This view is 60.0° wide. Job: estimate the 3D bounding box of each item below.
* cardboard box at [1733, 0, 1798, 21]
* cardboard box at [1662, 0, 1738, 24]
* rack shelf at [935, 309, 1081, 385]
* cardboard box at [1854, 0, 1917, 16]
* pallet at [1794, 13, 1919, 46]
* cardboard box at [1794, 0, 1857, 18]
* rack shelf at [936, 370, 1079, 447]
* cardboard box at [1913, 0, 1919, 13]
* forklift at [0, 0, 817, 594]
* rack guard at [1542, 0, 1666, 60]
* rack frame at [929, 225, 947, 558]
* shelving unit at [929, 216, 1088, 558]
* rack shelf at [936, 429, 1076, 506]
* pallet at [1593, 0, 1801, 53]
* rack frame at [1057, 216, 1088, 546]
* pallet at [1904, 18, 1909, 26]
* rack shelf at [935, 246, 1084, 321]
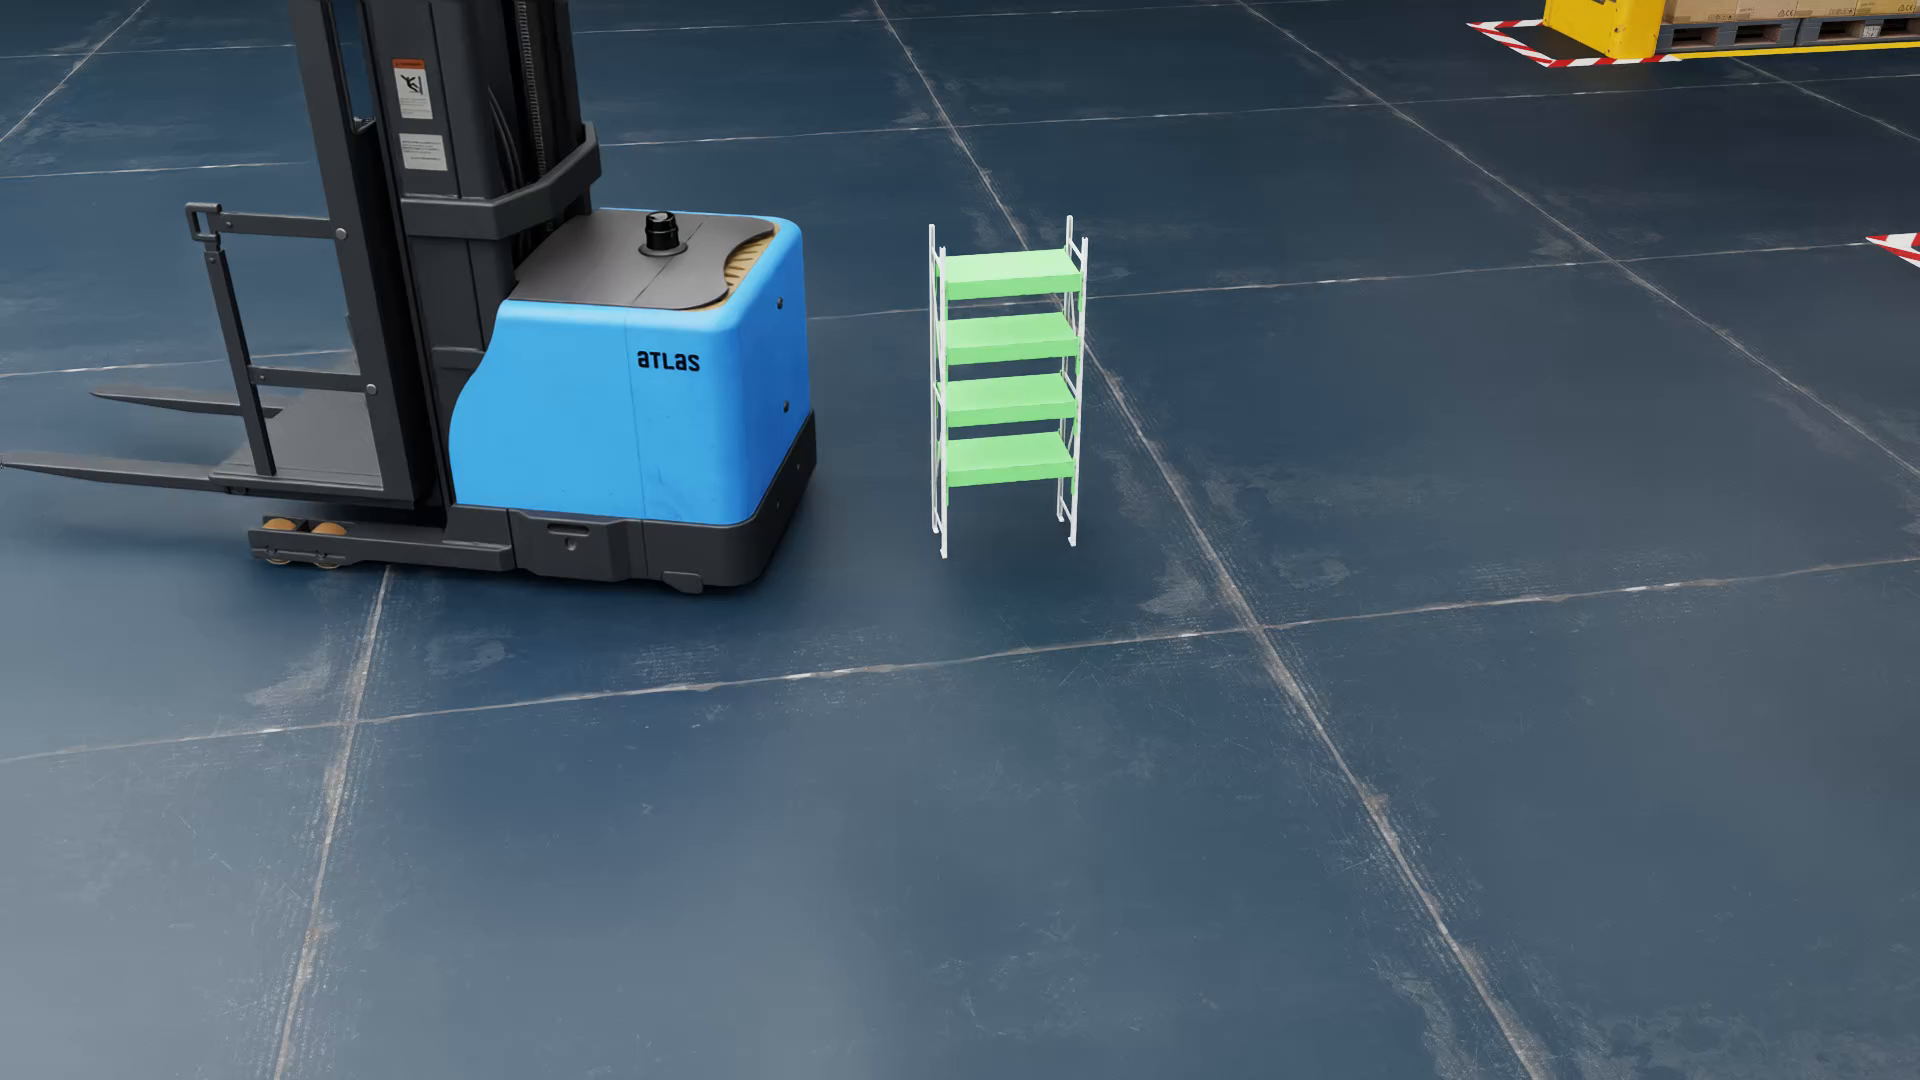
[{"bbox_3d":[5.980,-4.129,12.611,0.500,0.250,0.500,-5,31,-9],"label":"cardboard box"},{"bbox_3d":[5.489,-4.081,12.530,0.500,0.250,0.500,-5,31,-9],"label":"cardboard box"},{"bbox_3d":[0.163,-0.684,5.882,0.480,0.148,0.258,-5,31,-9],"label":"rack shelf"},{"bbox_3d":[6.965,-4.217,12.762,0.500,0.250,0.500,-5,31,-9],"label":"cardboard box"},{"bbox_3d":[6.864,-4.146,13.092,1.213,0.211,1.003,-5,31,-9],"label":"pallet"},{"bbox_3d":[6.472,-4.174,12.688,0.500,0.250,0.500,-5,31,-9],"label":"cardboard box"},{"bbox_3d":[0.163,-0.477,6.004,0.480,0.148,0.258,-5,31,-9],"label":"rack shelf"},{"bbox_3d":[7.456,-4.263,12.840,0.500,0.250,0.500,-5,31,-9],"label":"cardboard box"},{"bbox_3d":[-2.135,-1.416,5.766,3.031,2.935,1.130,5,31,8],"label":"forklift"},{"bbox_3d":[4.898,-4.068,12.675,0.348,0.500,1.175,-5,31,-9],"label":"rack guard"},{"bbox_3d":[-0.077,-0.510,5.934,0.015,1.200,0.240,-5,31,-9],"label":"rack frame"},{"bbox_3d":[0.163,-0.532,5.972,0.503,1.200,0.258,-5,31,-9],"label":"shelving unit"},{"bbox_3d":[0.163,-0.270,6.126,0.480,0.148,0.258,-5,31,-9],"label":"rack shelf"},{"bbox_3d":[5.666,-4.036,12.906,1.213,0.211,1.003,-5,31,-9],"label":"pallet"},{"bbox_3d":[0.403,-0.555,6.009,0.015,1.200,0.240,-5,31,-9],"label":"rack frame"},{"bbox_3d":[8.066,-4.259,13.285,1.213,0.211,1.003,-5,31,-9],"label":"pallet"},{"bbox_3d":[0.163,-0.891,5.761,0.480,0.148,0.258,-5,31,-9],"label":"rack shelf"}]
